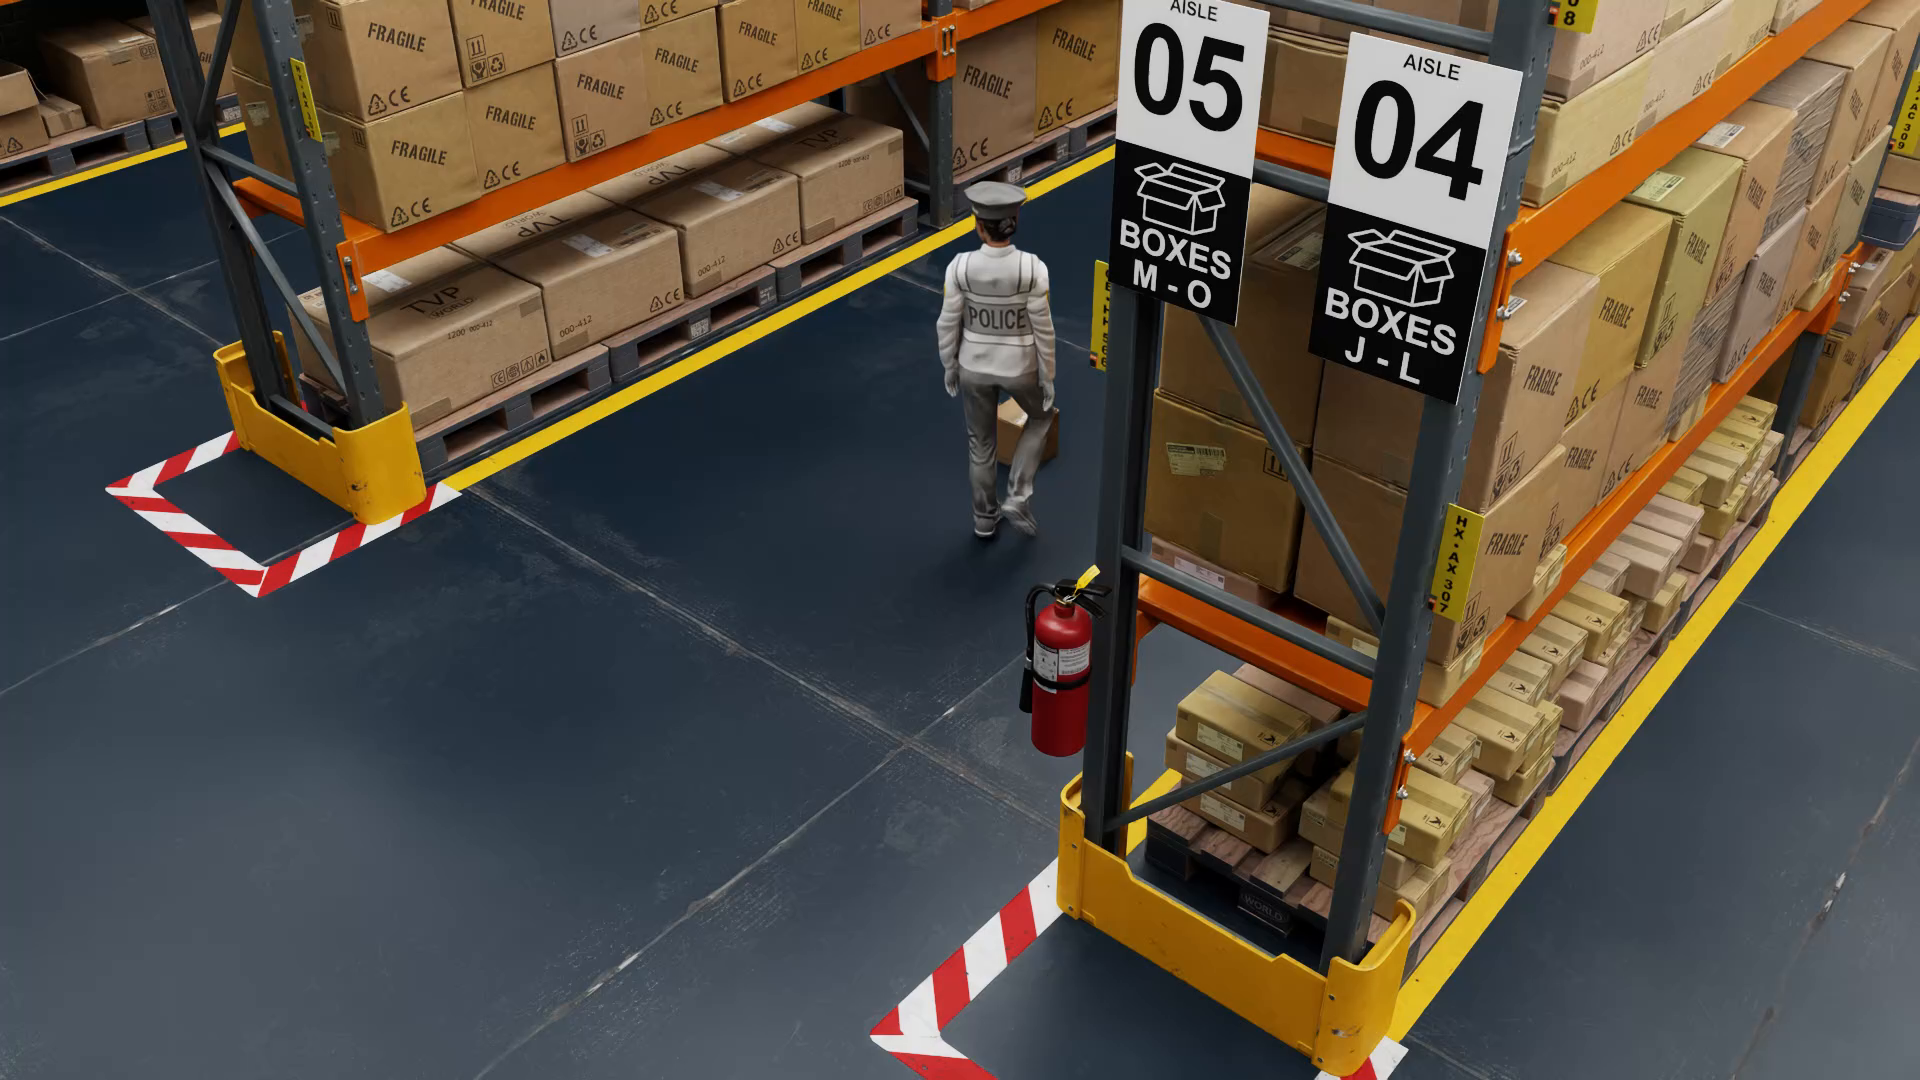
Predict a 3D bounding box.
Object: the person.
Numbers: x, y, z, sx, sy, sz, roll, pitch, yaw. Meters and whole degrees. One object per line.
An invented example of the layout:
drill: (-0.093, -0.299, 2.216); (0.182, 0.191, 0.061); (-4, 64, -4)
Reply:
person: (0.165, -0.746, 7.161); (0.513, 1.667, 0.400); (4, 35, 6)
